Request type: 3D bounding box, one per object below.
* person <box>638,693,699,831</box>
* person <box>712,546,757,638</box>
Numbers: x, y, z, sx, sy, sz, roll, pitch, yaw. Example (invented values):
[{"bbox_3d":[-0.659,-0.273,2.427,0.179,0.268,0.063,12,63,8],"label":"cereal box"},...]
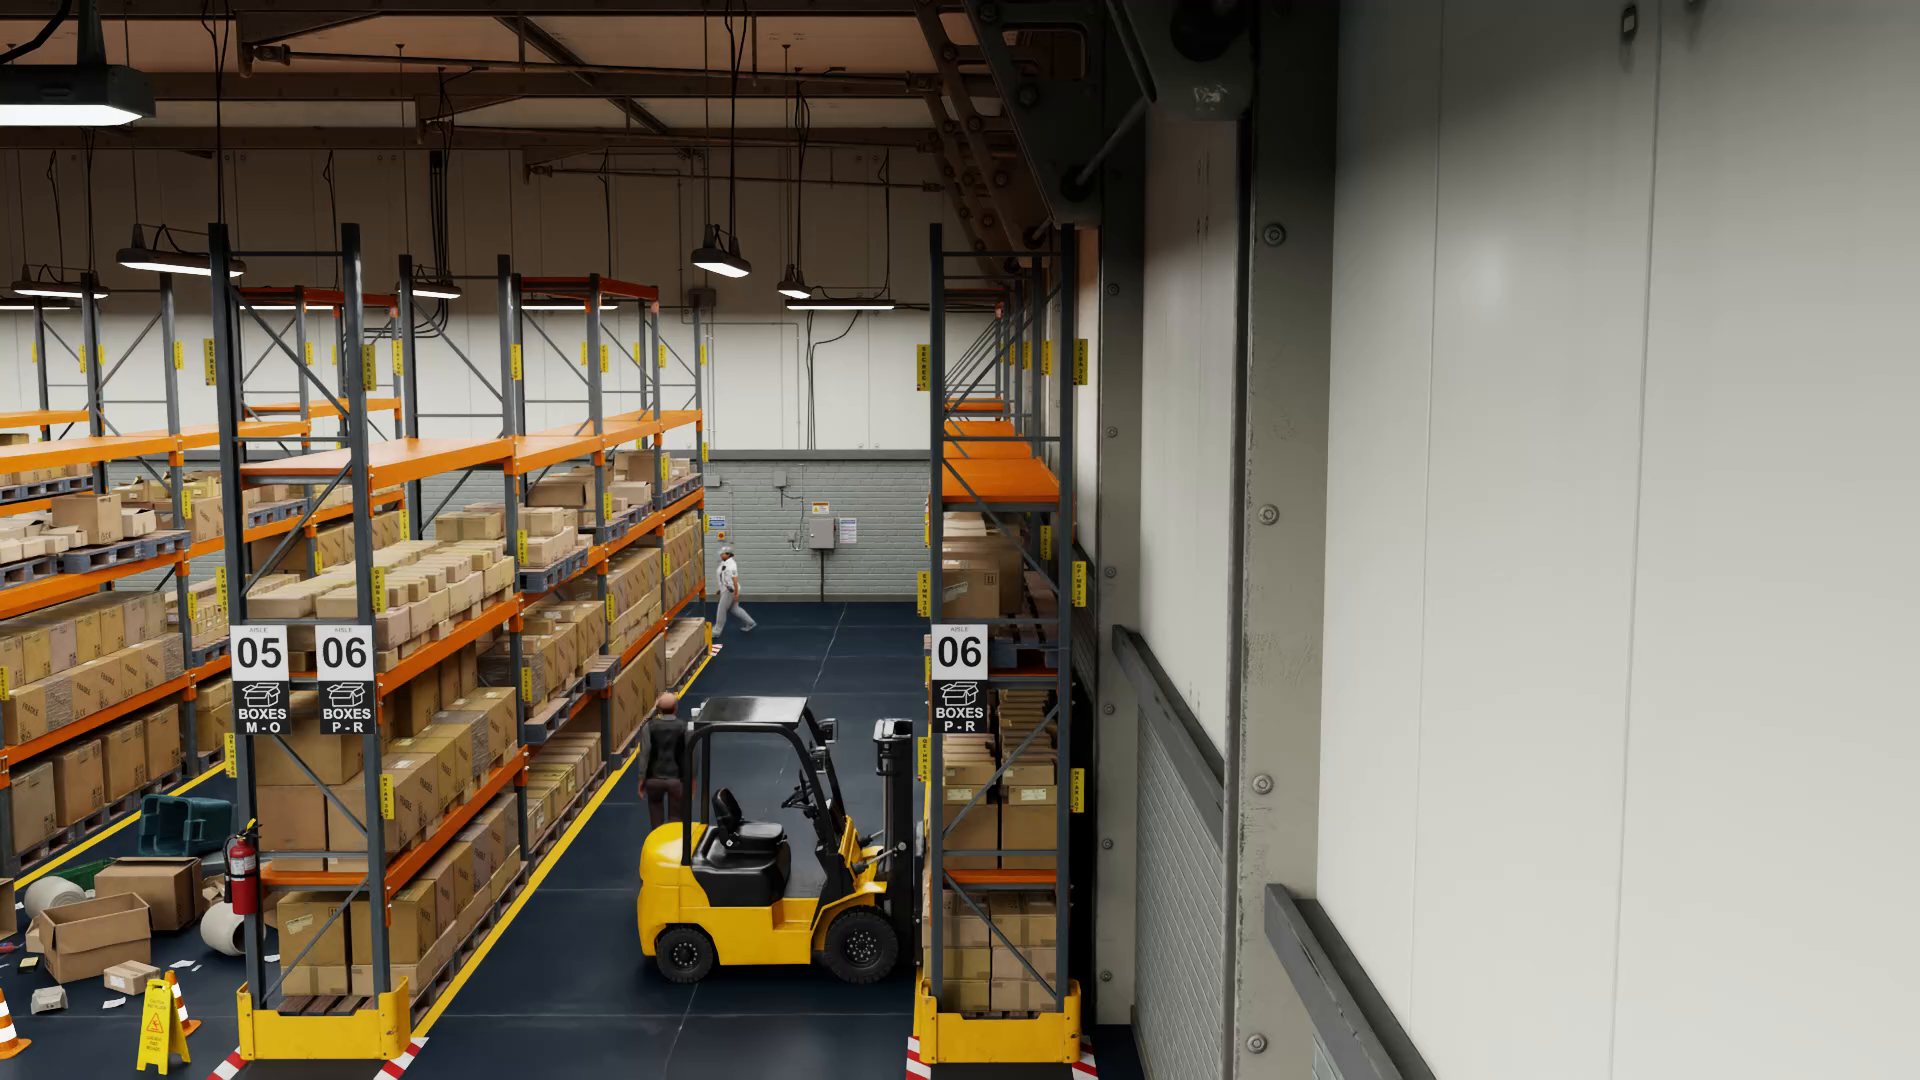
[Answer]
[{"bbox_3d":[-2.797,2.317,15.989,0.571,1.547,0.684,-1,7,-5],"label":"person"},{"bbox_3d":[-4.091,0.910,29.625,0.985,1.629,0.506,-3,7,-22],"label":"person"}]
